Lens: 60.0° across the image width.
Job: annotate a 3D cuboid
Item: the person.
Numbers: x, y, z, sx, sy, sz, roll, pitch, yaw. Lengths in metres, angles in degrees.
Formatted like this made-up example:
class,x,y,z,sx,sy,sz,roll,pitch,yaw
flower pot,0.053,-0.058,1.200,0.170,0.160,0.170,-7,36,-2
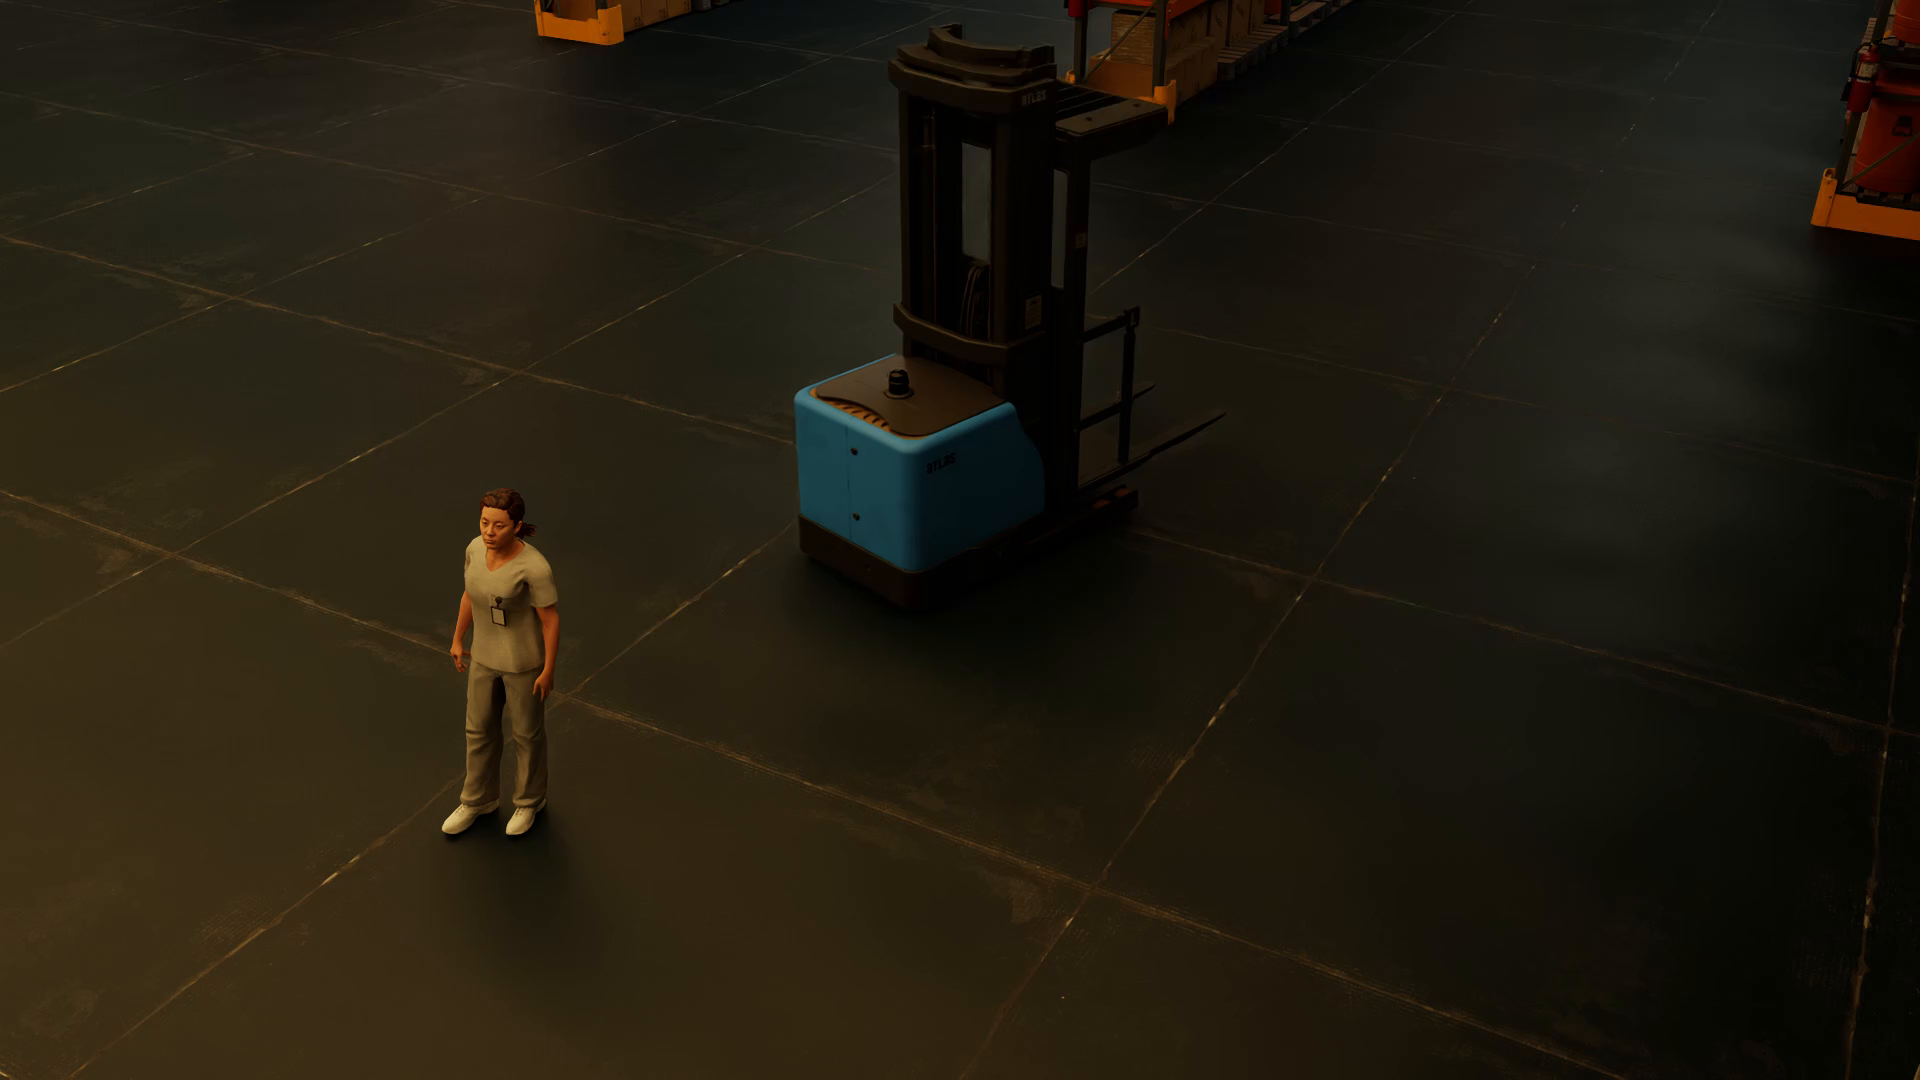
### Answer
class,x,y,z,sx,sy,sz,roll,pitch,yaw
person,-2.036,0.561,7.340,0.549,1.675,0.549,12,32,21

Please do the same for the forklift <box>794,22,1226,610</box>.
class,x,y,z,sx,sy,sz,roll,pitch,yaw
forklift,0.455,-1.517,9.699,3.031,2.935,1.130,-26,39,-37
